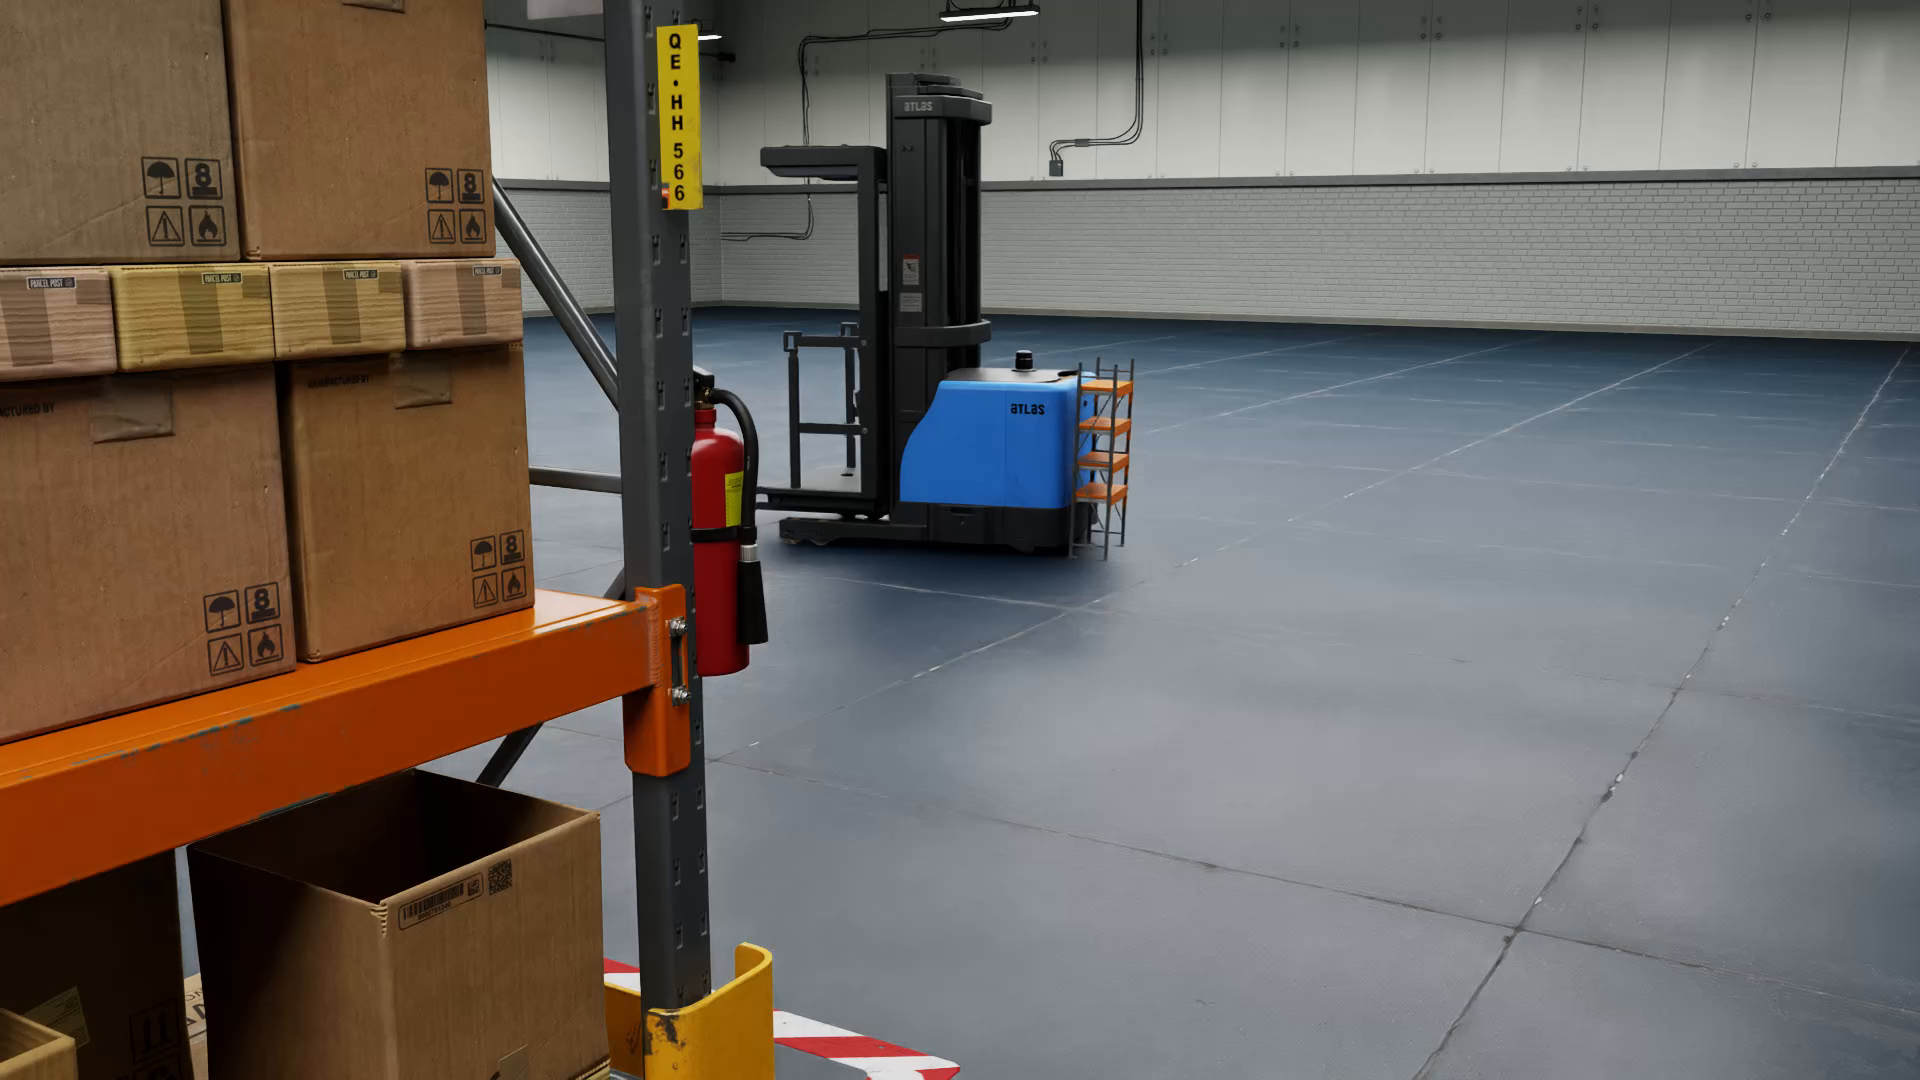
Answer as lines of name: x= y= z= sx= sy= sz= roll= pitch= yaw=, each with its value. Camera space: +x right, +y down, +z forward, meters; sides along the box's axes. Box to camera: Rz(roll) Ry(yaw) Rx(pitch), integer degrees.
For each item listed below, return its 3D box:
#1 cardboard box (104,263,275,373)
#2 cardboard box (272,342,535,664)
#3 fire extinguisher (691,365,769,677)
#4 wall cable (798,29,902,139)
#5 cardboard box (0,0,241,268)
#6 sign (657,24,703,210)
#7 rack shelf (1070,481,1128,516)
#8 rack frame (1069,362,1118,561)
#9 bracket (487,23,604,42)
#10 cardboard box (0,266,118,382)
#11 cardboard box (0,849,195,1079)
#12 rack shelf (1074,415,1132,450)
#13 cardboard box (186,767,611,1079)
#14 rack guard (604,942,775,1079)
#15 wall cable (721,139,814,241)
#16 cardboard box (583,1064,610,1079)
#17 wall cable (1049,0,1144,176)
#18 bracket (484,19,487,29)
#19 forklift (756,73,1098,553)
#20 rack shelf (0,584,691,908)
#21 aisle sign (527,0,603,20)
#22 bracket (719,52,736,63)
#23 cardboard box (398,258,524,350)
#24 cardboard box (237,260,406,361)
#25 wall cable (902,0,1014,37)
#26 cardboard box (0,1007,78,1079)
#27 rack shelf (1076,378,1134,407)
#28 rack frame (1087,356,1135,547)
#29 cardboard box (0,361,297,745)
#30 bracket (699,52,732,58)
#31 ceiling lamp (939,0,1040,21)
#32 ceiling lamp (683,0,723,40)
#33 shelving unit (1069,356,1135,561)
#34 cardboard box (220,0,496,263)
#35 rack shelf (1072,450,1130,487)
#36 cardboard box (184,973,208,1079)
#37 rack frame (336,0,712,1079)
cardboard box: x=-1.273 y=-0.345 z=2.526 sx=0.380 sy=0.149 sz=0.250 roll=6 pitch=12 yaw=30
cardboard box: x=-1.223 y=-0.114 z=3.054 sx=0.700 sy=0.500 sz=0.500 roll=6 pitch=12 yaw=31
fire extinguisher: x=-0.512 y=-0.073 z=3.318 sx=0.296 sy=0.674 sz=0.183 roll=6 pitch=12 yaw=31
wall cable: x=-2.733 y=-11.183 z=40.860 sx=3.097 sy=2.526 sz=0.112 roll=6 pitch=12 yaw=31
cardboard box: x=-1.519 y=-0.660 z=2.446 sx=0.700 sy=0.500 sz=0.500 roll=6 pitch=12 yaw=29
sign: x=-0.514 y=-0.769 z=3.032 sx=0.100 sy=0.325 sz=0.005 roll=6 pitch=12 yaw=31
rack shelf: x=0.872 y=-0.254 z=10.382 sx=0.258 sy=0.148 sz=0.480 roll=6 pitch=12 yaw=17
rack frame: x=0.808 y=-0.472 z=10.101 sx=0.240 sy=1.200 sz=0.015 roll=6 pitch=12 yaw=17
bracket: x=-8.955 y=-11.413 z=37.594 sx=0.076 sy=0.066 sz=4.783 roll=6 pitch=12 yaw=31
cardboard box: x=-1.405 y=-0.306 z=2.316 sx=0.380 sy=0.149 sz=0.250 roll=7 pitch=12 yaw=31
cardboard box: x=-1.697 y=0.781 z=2.836 sx=0.500 sy=0.500 sz=0.500 roll=6 pitch=12 yaw=31
rack shelf: x=0.888 y=-0.668 z=10.299 sx=0.258 sy=0.148 sz=0.480 roll=6 pitch=12 yaw=17
cardboard box: x=-0.994 y=0.752 z=2.992 sx=0.500 sy=0.500 sz=0.500 roll=6 pitch=12 yaw=31
rack guard: x=-0.958 y=1.088 z=3.699 sx=1.175 sy=0.500 sz=0.348 roll=6 pitch=12 yaw=31
wall cable: x=-5.045 y=-8.959 z=42.705 sx=3.097 sy=2.526 sz=0.112 roll=6 pitch=12 yaw=31
cardboard box: x=-0.996 y=1.121 z=3.062 sx=0.500 sy=0.250 sz=0.500 roll=6 pitch=12 yaw=31
wall cable: x=3.060 y=-11.247 z=37.249 sx=2.305 sy=6.003 sz=0.169 roll=6 pitch=12 yaw=31
bracket: x=-10.301 y=-11.005 z=35.416 sx=0.235 sy=0.232 sz=0.430 roll=6 pitch=12 yaw=31
forklift: x=-0.656 y=-1.495 z=10.890 sx=3.031 sy=2.935 sz=1.130 roll=3 pitch=11 yaw=17
rack shelf: x=-2.008 y=0.531 z=1.835 sx=1.077 sy=0.370 sz=4.000 roll=6 pitch=12 yaw=31
aisle sign: x=-0.685 y=-1.397 z=3.115 sx=0.394 sy=0.787 sz=0.004 roll=6 pitch=12 yaw=31
bracket: x=-5.956 y=-12.321 z=42.447 sx=0.235 sy=0.232 sz=0.430 roll=6 pitch=12 yaw=31
cardboard box: x=-1.006 y=-0.427 z=2.962 sx=0.380 sy=0.149 sz=0.250 roll=6 pitch=12 yaw=30
cardboard box: x=-1.140 y=-0.385 z=2.741 sx=0.380 sy=0.149 sz=0.250 roll=7 pitch=13 yaw=32
wall cable: x=-0.088 y=-13.123 z=38.862 sx=3.097 sy=2.526 sz=0.112 roll=6 pitch=12 yaw=31
cardboard box: x=-1.501 y=0.911 z=2.144 sx=0.500 sy=0.500 sz=0.500 roll=6 pitch=12 yaw=31
rack shelf: x=0.896 y=-0.900 z=10.253 sx=0.258 sy=0.148 sz=0.480 roll=6 pitch=12 yaw=17
rack frame: x=0.955 y=-0.558 z=10.558 sx=0.240 sy=1.200 sz=0.015 roll=6 pitch=12 yaw=17
cardboard box: x=-1.492 y=-0.031 z=2.611 sx=0.700 sy=0.500 sz=0.500 roll=7 pitch=13 yaw=32
bracket: x=-6.262 y=-12.228 z=41.951 sx=0.076 sy=0.066 sz=3.189 roll=6 pitch=12 yaw=31
ceiling lamp: x=0.664 y=-11.250 z=30.642 sx=2.000 sy=3.185 sz=0.800 roll=6 pitch=12 yaw=31
ceiling lamp: x=-5.652 y=-11.956 z=34.413 sx=2.000 sy=3.185 sz=0.800 roll=6 pitch=12 yaw=31
shelving unit: x=0.882 y=-0.515 z=10.330 sx=0.258 sy=1.200 sz=0.503 roll=6 pitch=12 yaw=17
cardboard box: x=-1.251 y=-0.743 z=2.890 sx=0.700 sy=0.500 sz=0.500 roll=6 pitch=12 yaw=31
rack shelf: x=0.879 y=-0.449 z=10.343 sx=0.258 sy=0.148 sz=0.480 roll=6 pitch=12 yaw=17
cardboard box: x=-1.439 y=1.071 z=3.326 sx=0.500 sy=0.250 sz=0.500 roll=6 pitch=12 yaw=31
rack frame: x=-0.970 y=-0.137 z=3.449 sx=1.000 sy=3.000 sz=0.127 roll=6 pitch=12 yaw=31
